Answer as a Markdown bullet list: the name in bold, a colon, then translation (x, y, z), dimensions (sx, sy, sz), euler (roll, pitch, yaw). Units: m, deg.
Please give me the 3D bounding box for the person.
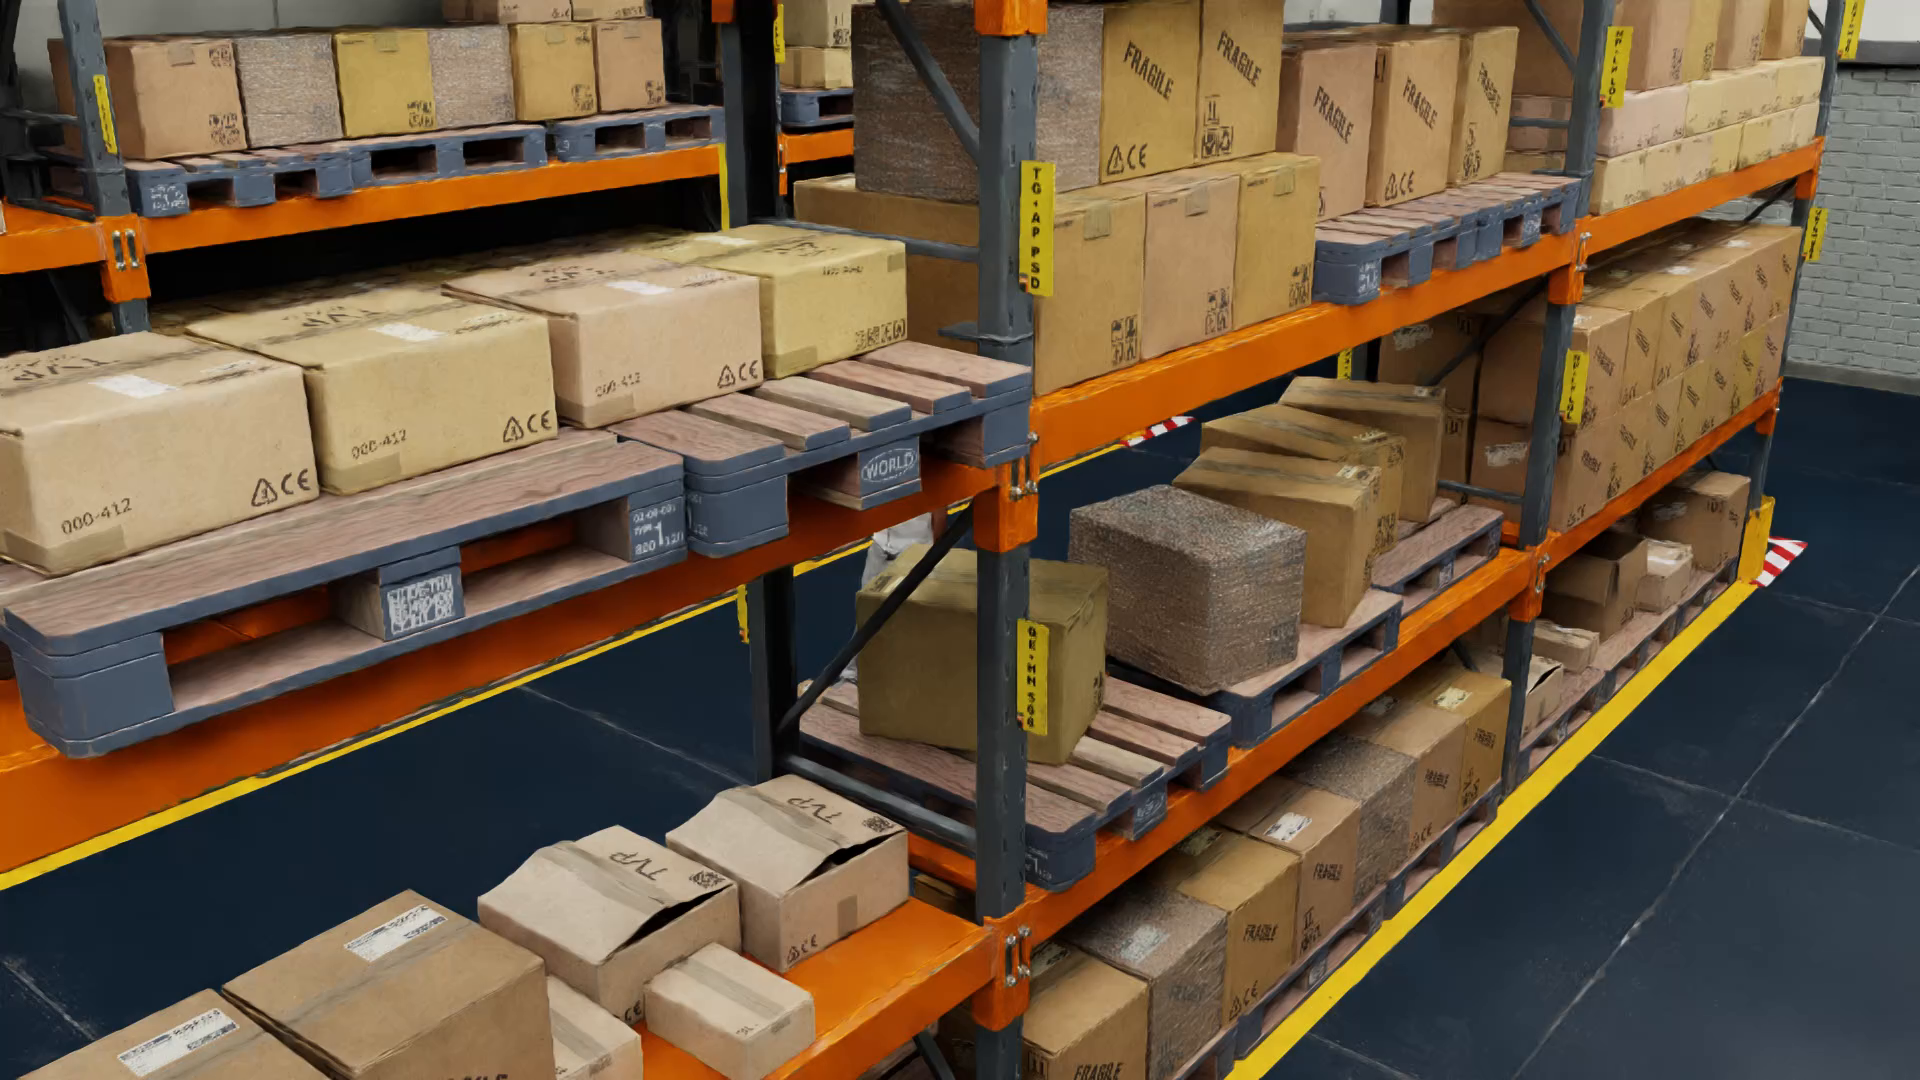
- **person**: translation (-0.360, 0.053, 8.869), dimensions (0.567, 1.747, 0.792), euler (17, 26, 39)
